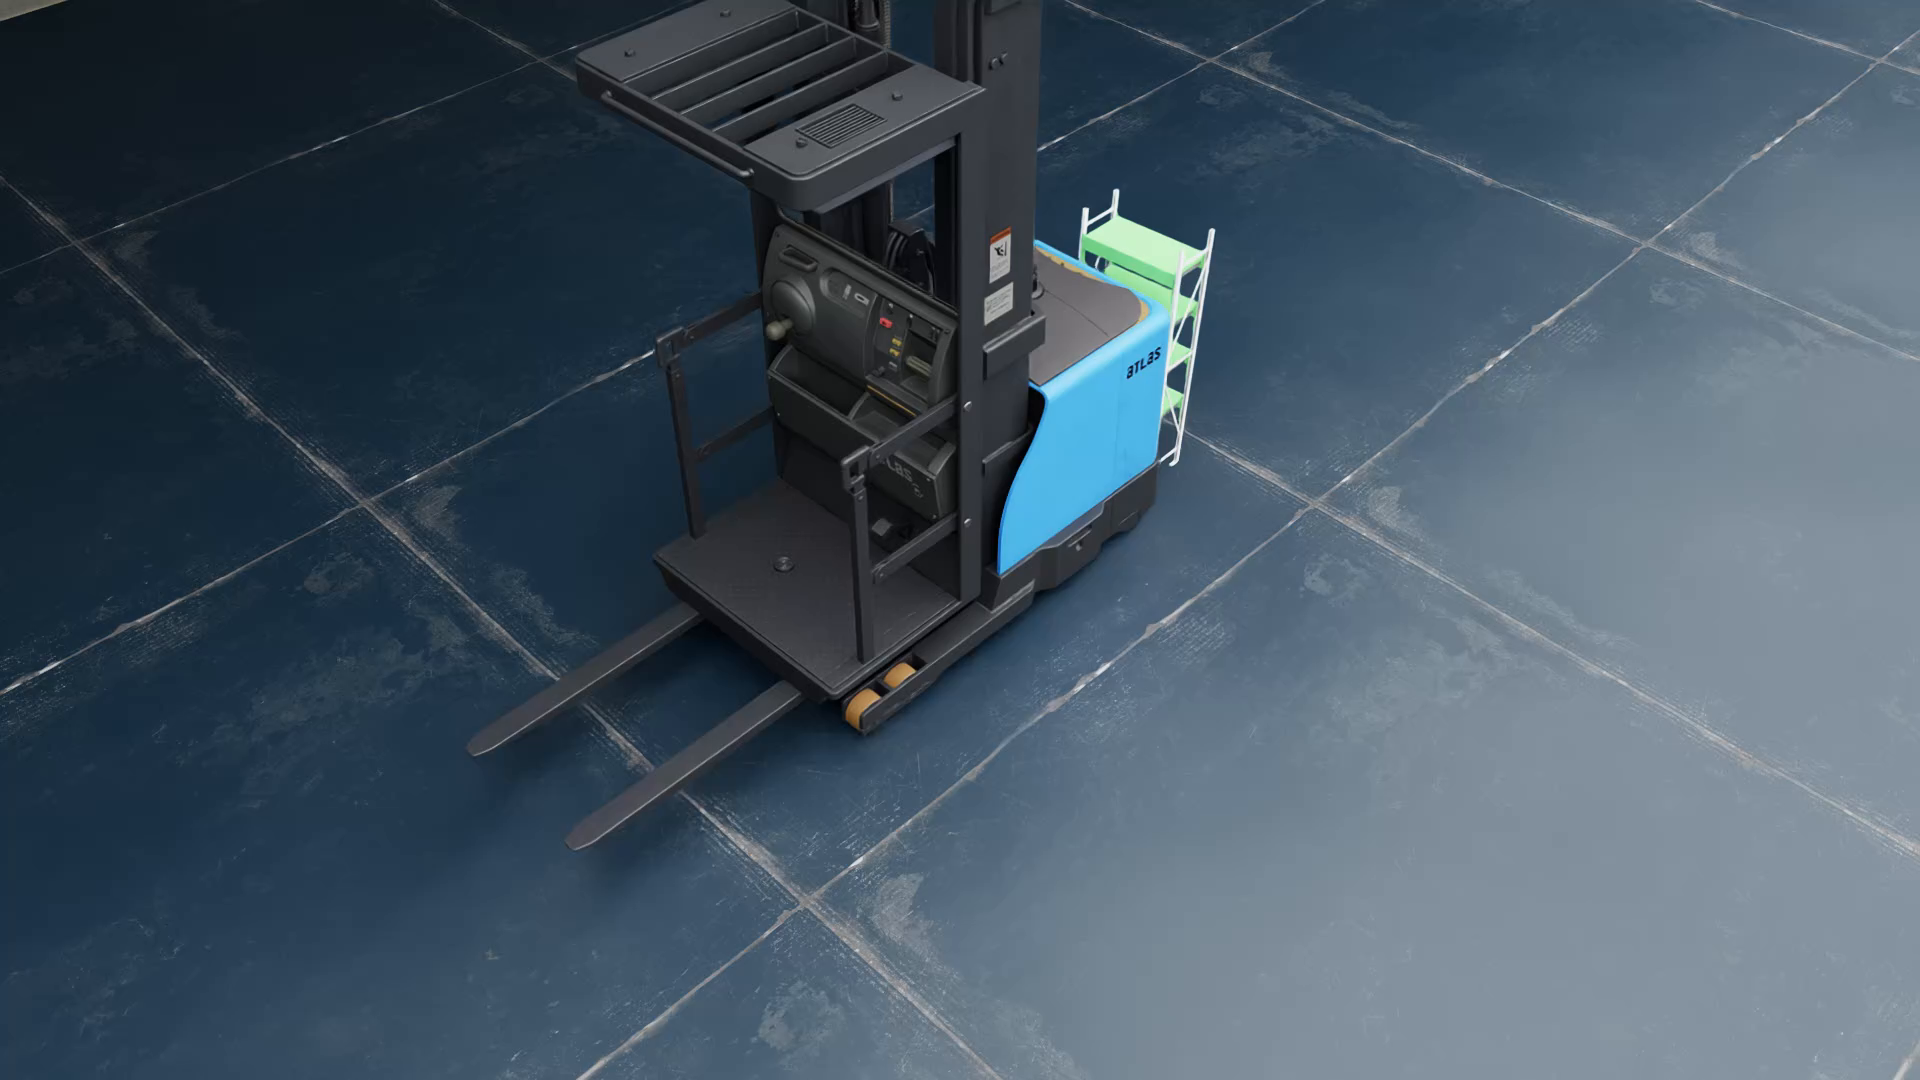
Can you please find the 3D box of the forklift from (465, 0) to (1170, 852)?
[{"bbox_3d":[-0.523,-0.729,5.880,1.130,2.935,3.031,33,52,31],"label":"forklift"}]

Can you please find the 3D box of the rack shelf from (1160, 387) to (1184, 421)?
[{"bbox_3d":[0.747,-0.642,7.496,0.480,0.148,0.258,30,47,28],"label":"rack shelf"}]

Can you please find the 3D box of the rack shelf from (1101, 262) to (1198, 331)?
[{"bbox_3d":[0.766,-1.010,7.188,0.480,0.148,0.258,30,47,28],"label":"rack shelf"}]

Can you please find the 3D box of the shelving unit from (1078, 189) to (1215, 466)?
[{"bbox_3d":[0.759,-0.875,7.301,0.503,1.200,0.258,30,47,28],"label":"shelving unit"}]

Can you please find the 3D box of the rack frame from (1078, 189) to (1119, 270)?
[{"bbox_3d":[0.572,-0.981,7.416,0.015,1.200,0.240,30,47,28],"label":"rack frame"}]

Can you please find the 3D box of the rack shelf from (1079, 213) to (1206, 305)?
[{"bbox_3d":[0.776,-1.193,7.034,0.480,0.148,0.258,30,47,28],"label":"rack shelf"}]

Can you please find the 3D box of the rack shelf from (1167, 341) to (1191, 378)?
[{"bbox_3d":[0.756,-0.826,7.342,0.480,0.148,0.258,30,47,28],"label":"rack shelf"}]

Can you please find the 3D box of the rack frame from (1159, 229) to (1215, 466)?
[{"bbox_3d":[0.946,-0.768,7.186,0.015,1.200,0.240,30,47,28],"label":"rack frame"}]
